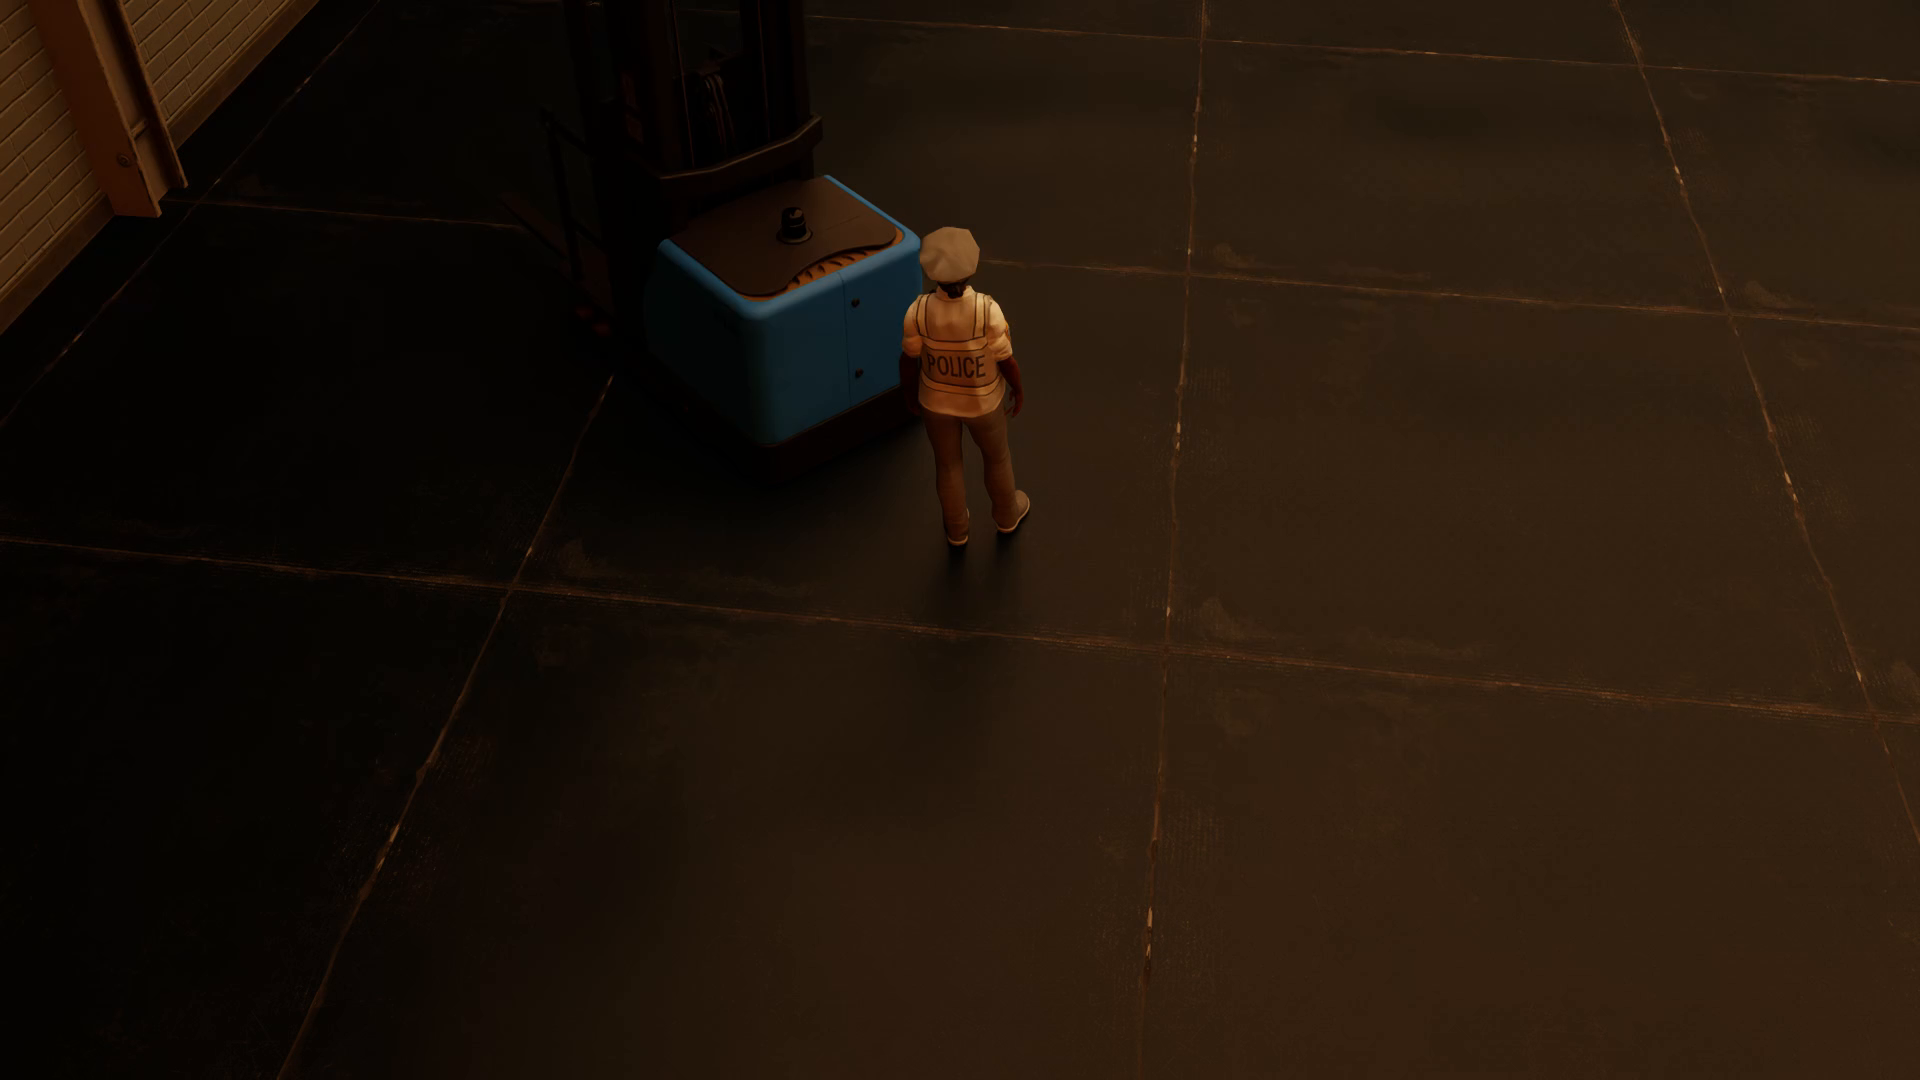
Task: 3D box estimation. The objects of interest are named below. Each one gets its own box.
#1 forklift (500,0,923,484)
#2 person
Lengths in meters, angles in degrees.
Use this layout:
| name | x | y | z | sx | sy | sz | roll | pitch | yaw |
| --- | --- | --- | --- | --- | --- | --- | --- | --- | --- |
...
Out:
| name | x | y | z | sx | sy | sz | roll | pitch | yaw |
| --- | --- | --- | --- | --- | --- | --- | --- | --- | --- |
| forklift | -1.486 | -2.284 | 8.210 | 1.130 | 2.935 | 3.031 | -29 | 50 | -28 |
| person | 0.029 | -0.678 | 7.366 | 0.570 | 1.697 | 0.528 | 5 | 43 | 6 |
